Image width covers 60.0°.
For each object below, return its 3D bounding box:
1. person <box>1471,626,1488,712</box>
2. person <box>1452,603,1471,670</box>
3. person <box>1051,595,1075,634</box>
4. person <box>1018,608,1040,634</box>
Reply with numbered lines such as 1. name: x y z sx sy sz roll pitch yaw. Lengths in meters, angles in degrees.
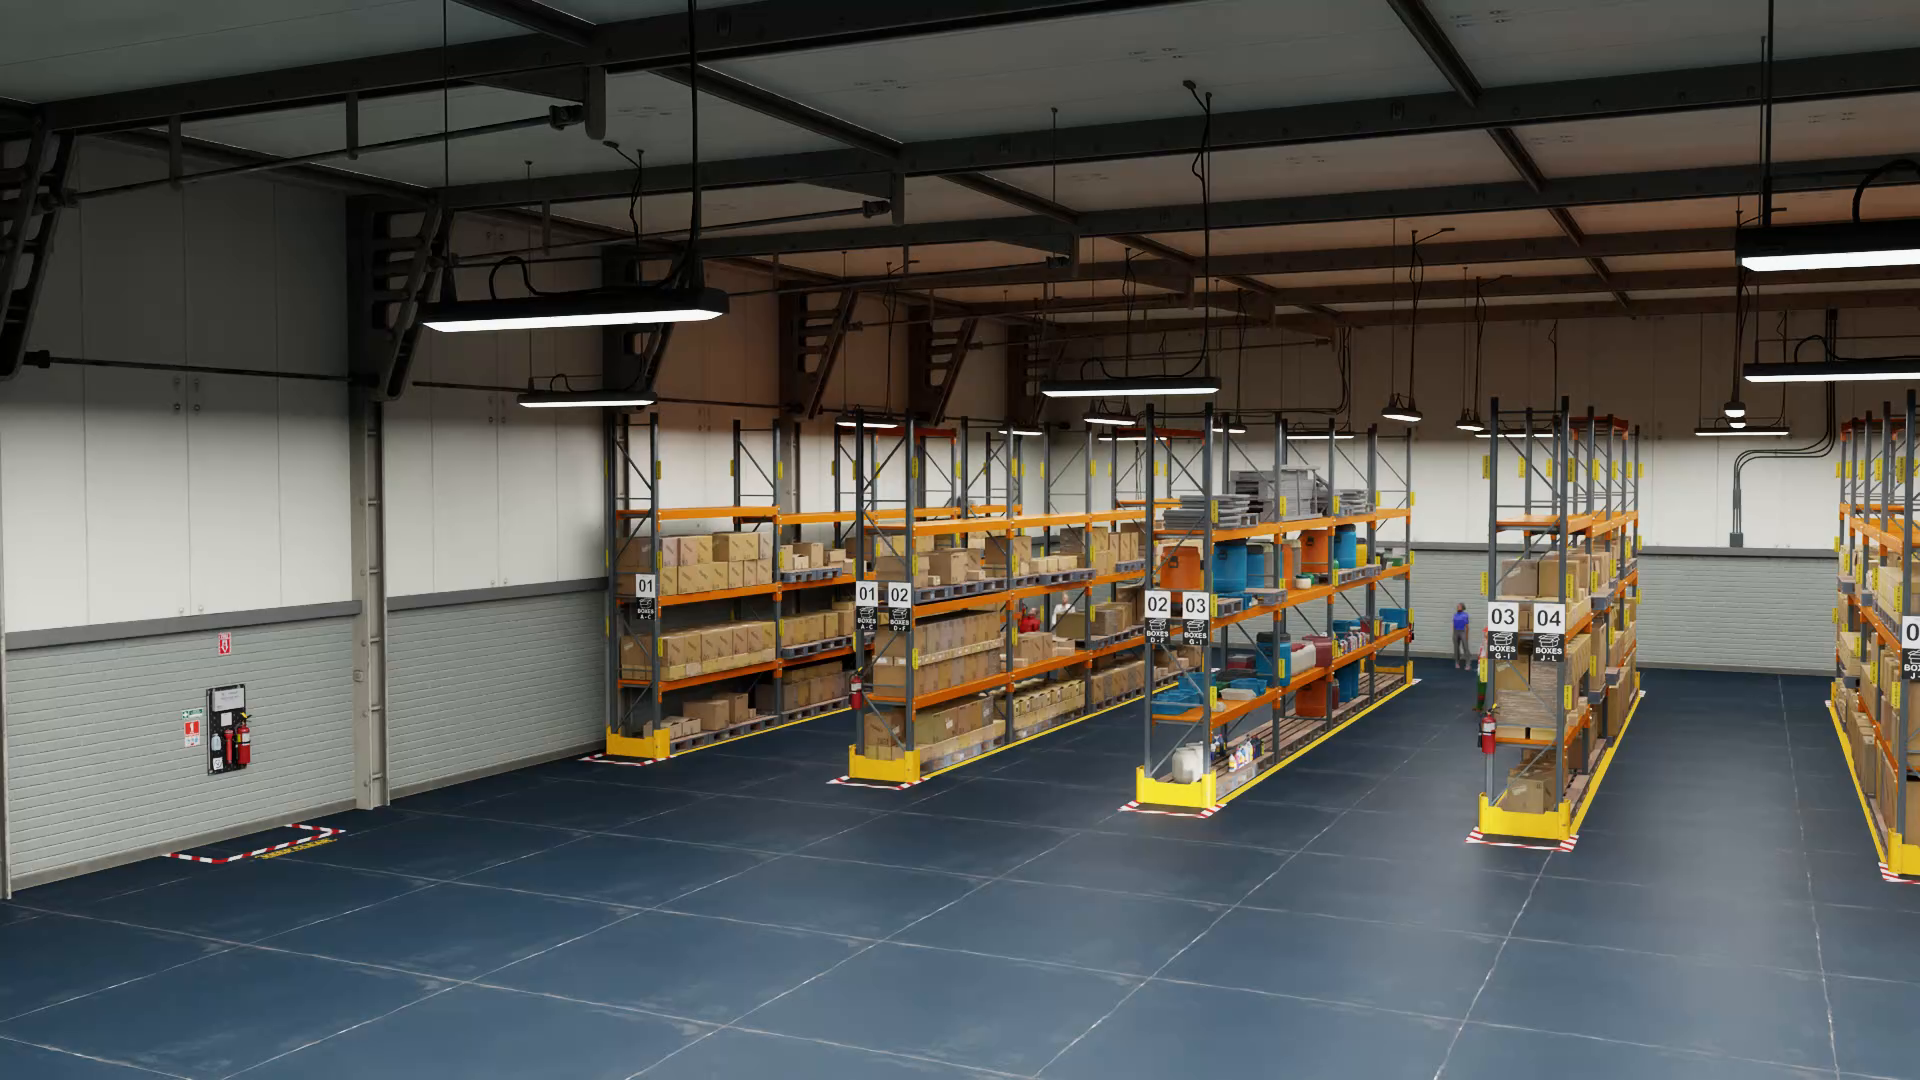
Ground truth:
1. person: 10.869 2.661 34.437 0.494 1.789 0.599 2 3 42
2. person: 12.647 2.422 41.939 0.518 1.652 0.374 2 3 42
3. person: 2.718 2.299 43.562 0.666 1.721 1.095 0 2 4
4. person: 1.650 2.469 40.468 0.624 1.636 0.857 1 3 22
